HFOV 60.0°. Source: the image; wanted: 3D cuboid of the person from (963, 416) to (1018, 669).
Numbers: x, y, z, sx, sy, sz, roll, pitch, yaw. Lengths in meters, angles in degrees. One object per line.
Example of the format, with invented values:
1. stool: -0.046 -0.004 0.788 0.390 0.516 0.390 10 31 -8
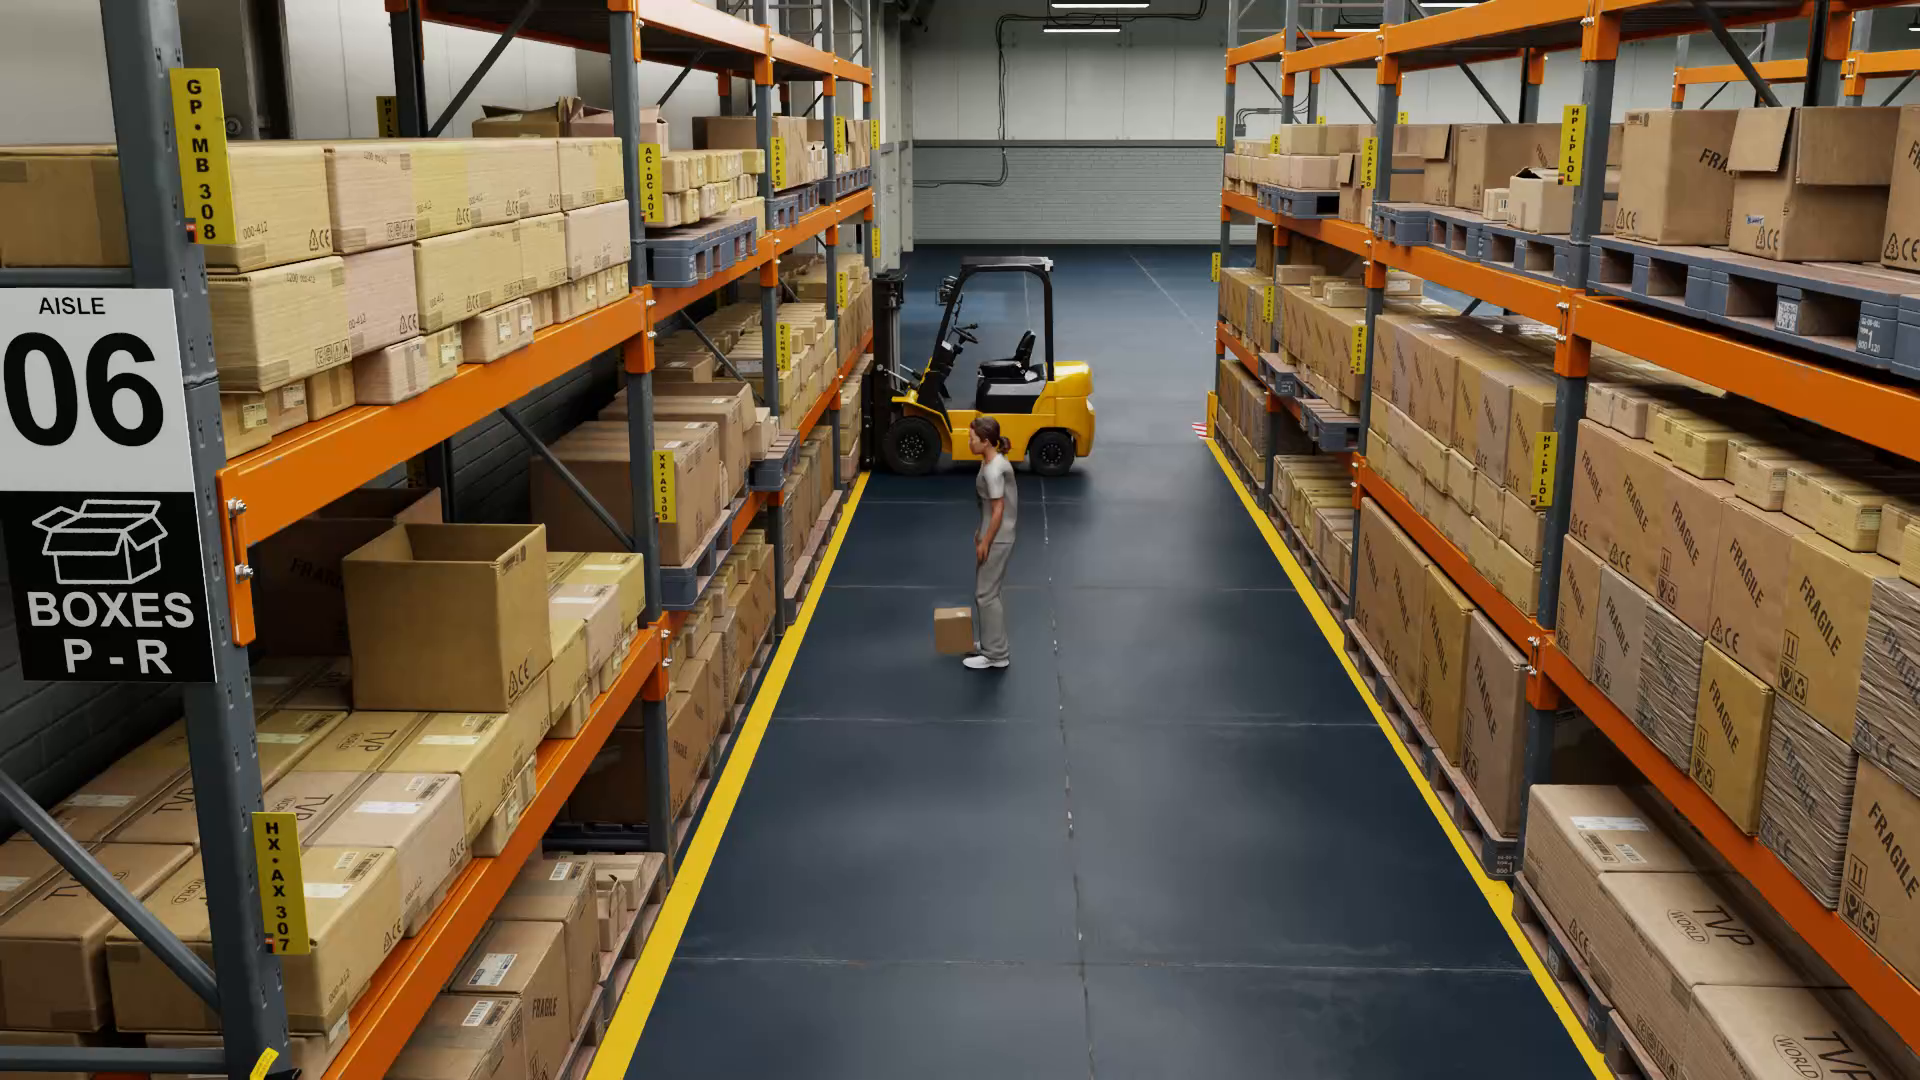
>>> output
1. person: 0.198 0.005 10.979 0.360 1.674 0.483 0 14 0
